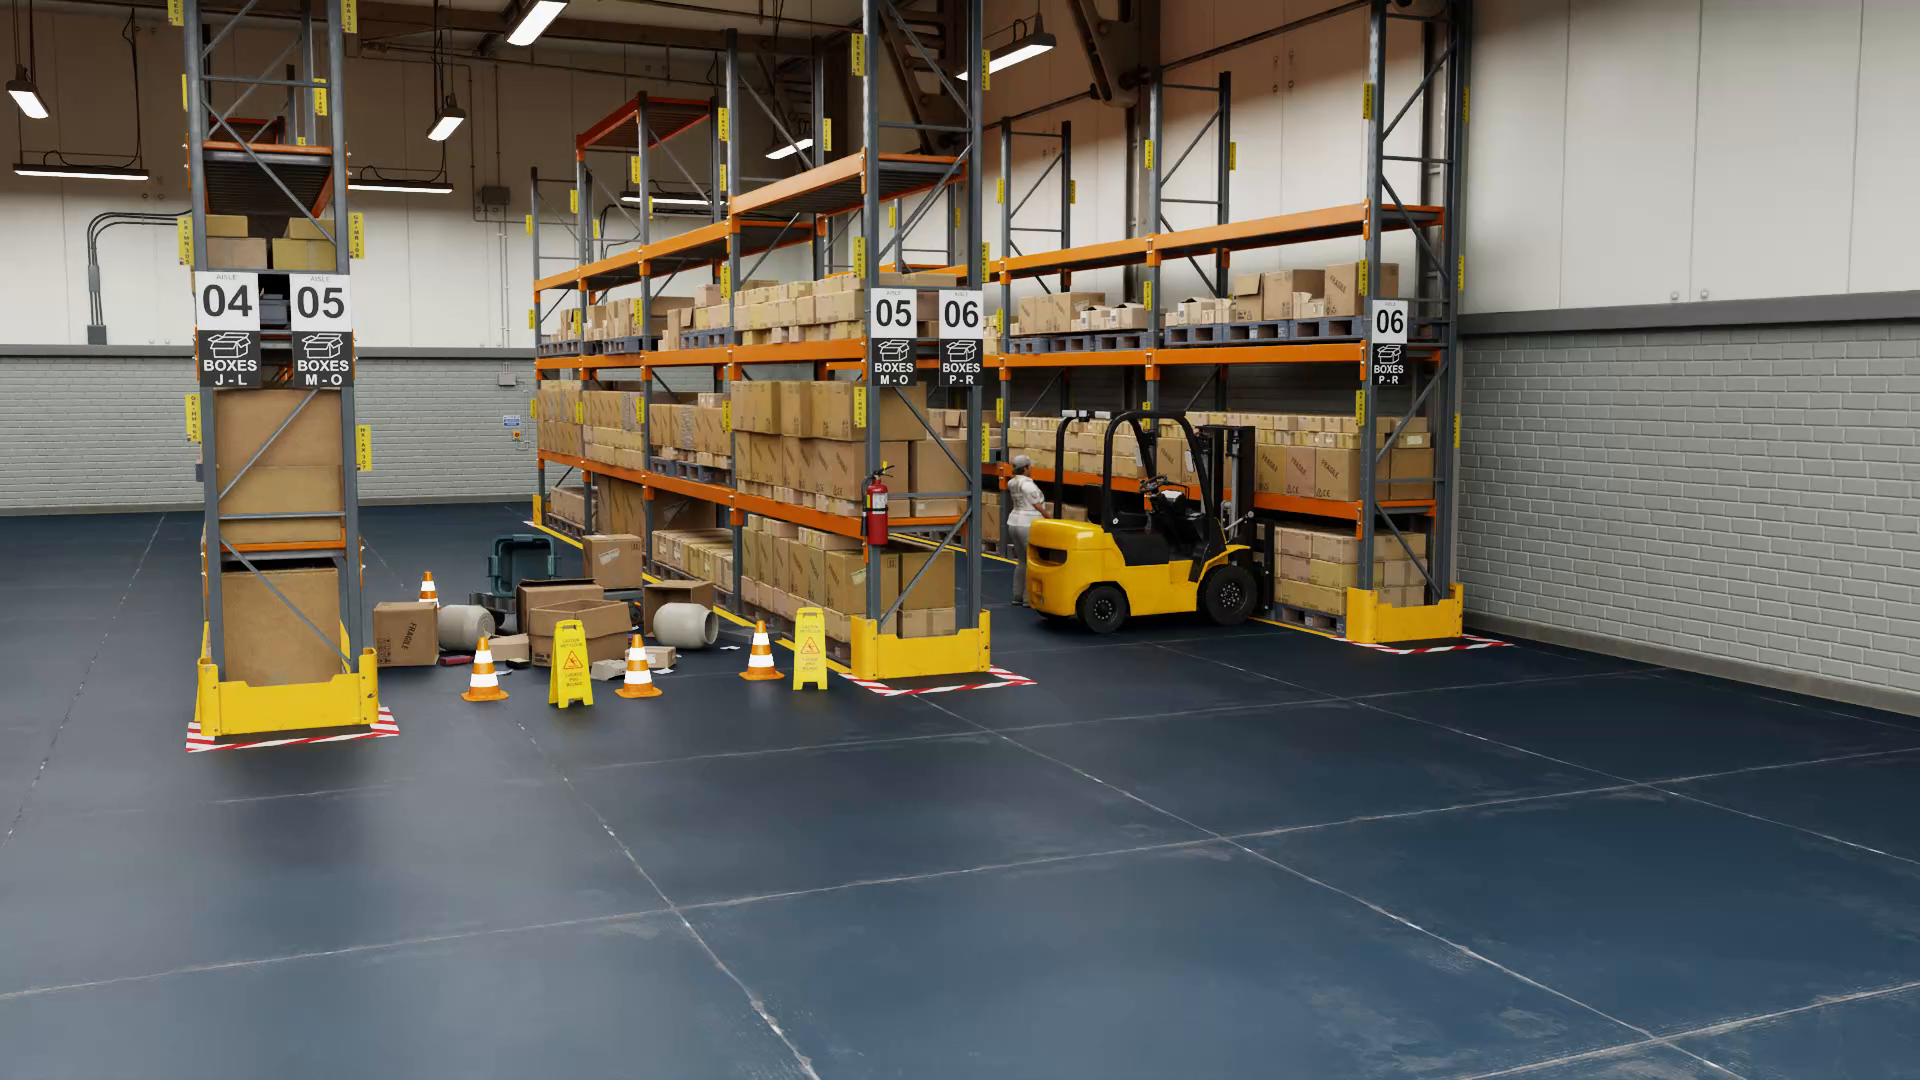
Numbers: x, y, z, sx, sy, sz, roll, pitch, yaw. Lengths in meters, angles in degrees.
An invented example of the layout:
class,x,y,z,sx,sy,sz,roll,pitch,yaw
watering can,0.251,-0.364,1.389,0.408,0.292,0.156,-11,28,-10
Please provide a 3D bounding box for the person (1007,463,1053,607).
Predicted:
class,x,y,z,sx,sy,sz,roll,pitch,yaw
person,0.794,-0.092,18.161,0.541,1.620,0.453,-2,6,-24
